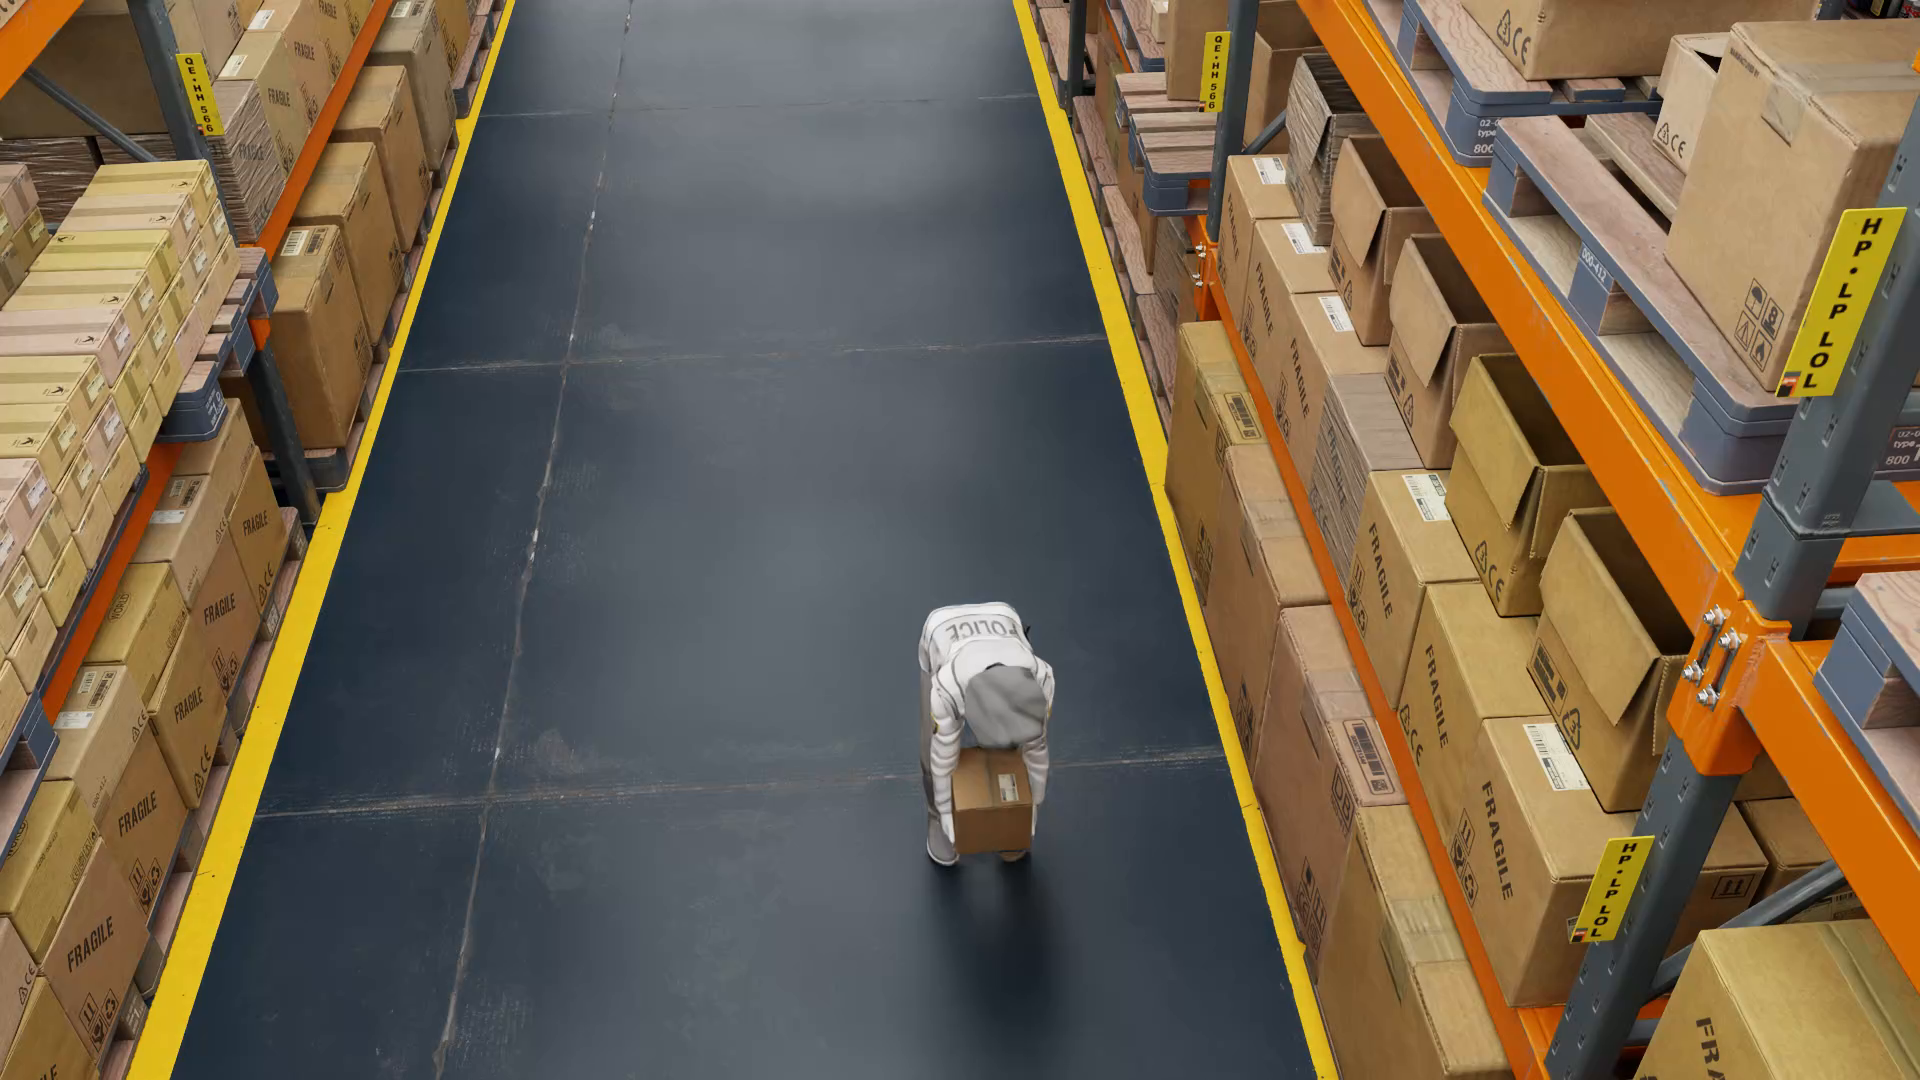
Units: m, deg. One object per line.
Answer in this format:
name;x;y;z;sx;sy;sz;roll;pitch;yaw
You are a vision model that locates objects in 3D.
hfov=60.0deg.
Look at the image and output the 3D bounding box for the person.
person;0.089;0.724;5.559;0.410;1.307;0.887;-5;40;-6
